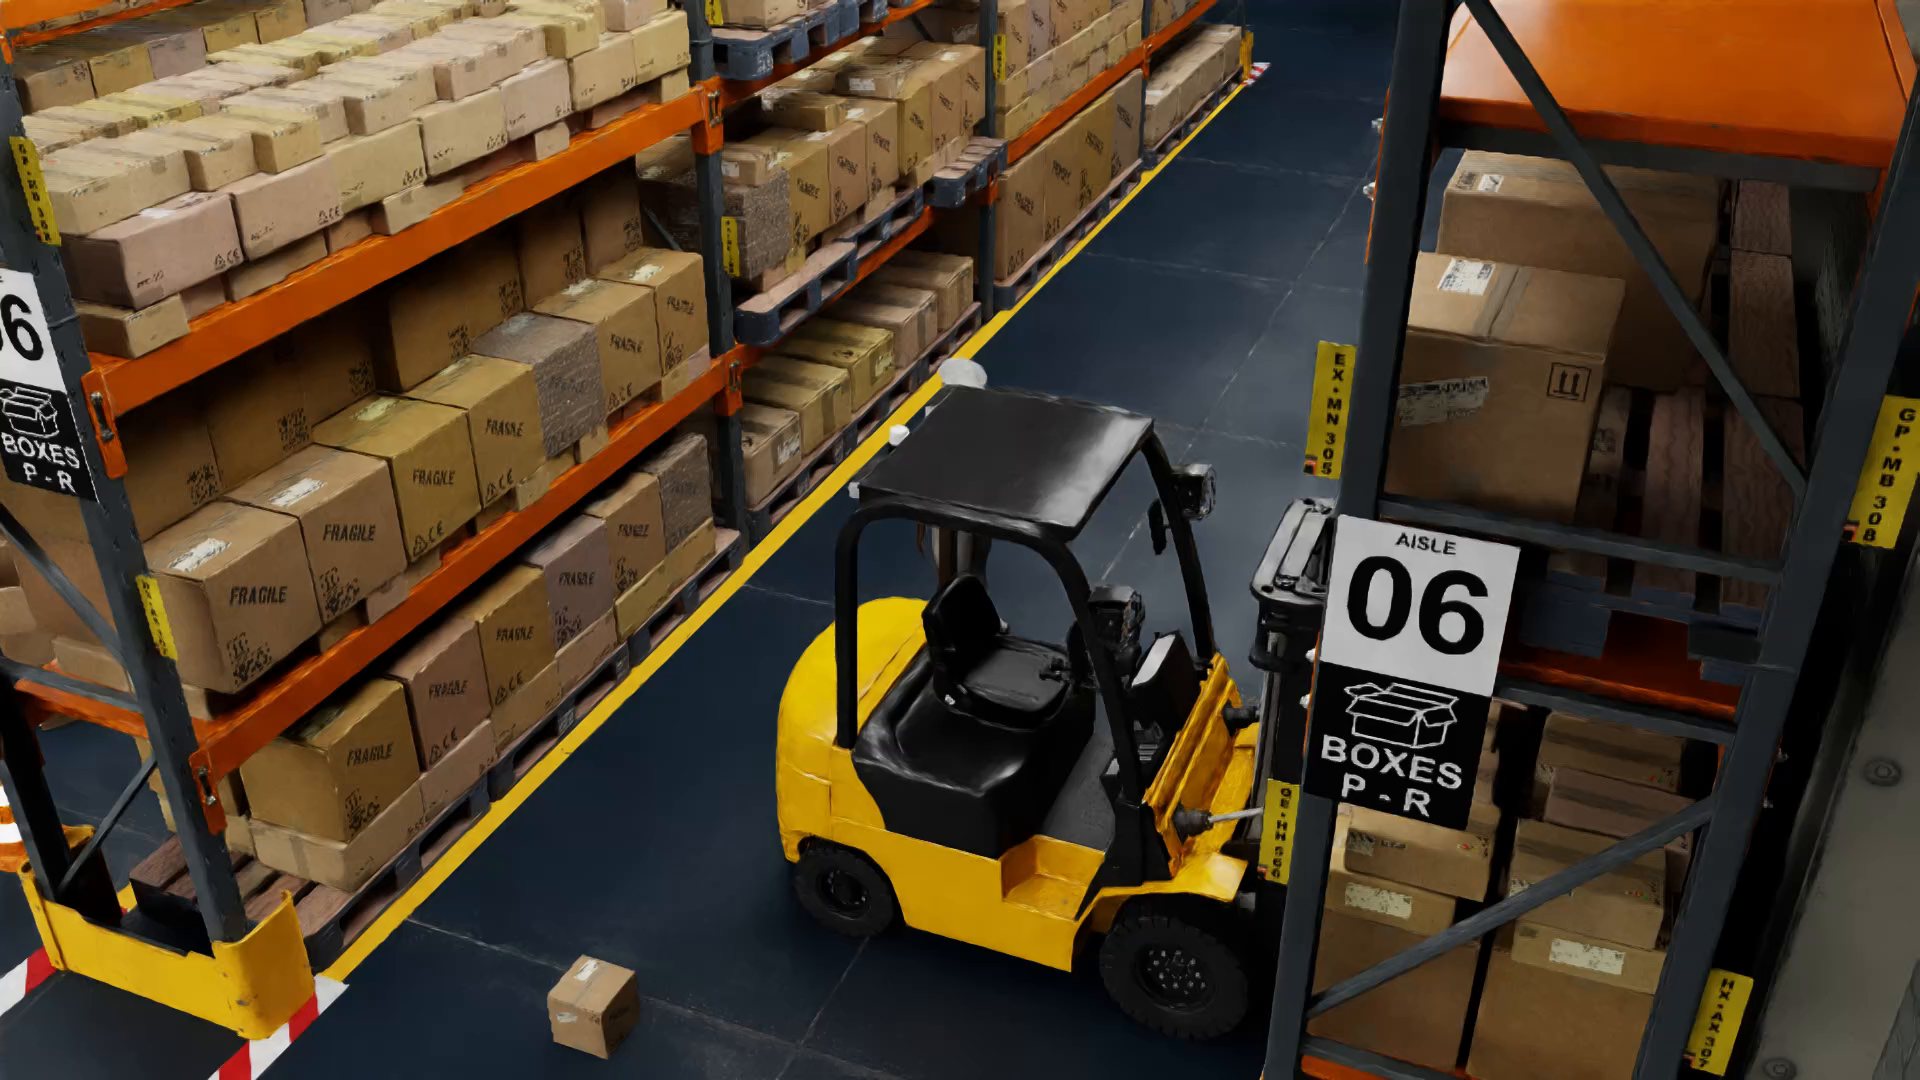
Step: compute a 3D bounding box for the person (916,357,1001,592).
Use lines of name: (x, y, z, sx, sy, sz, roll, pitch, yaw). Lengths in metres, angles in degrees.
person: (-0.017, -0.142, 8.581, 0.559, 1.672, 0.541, -22, 37, -33)
